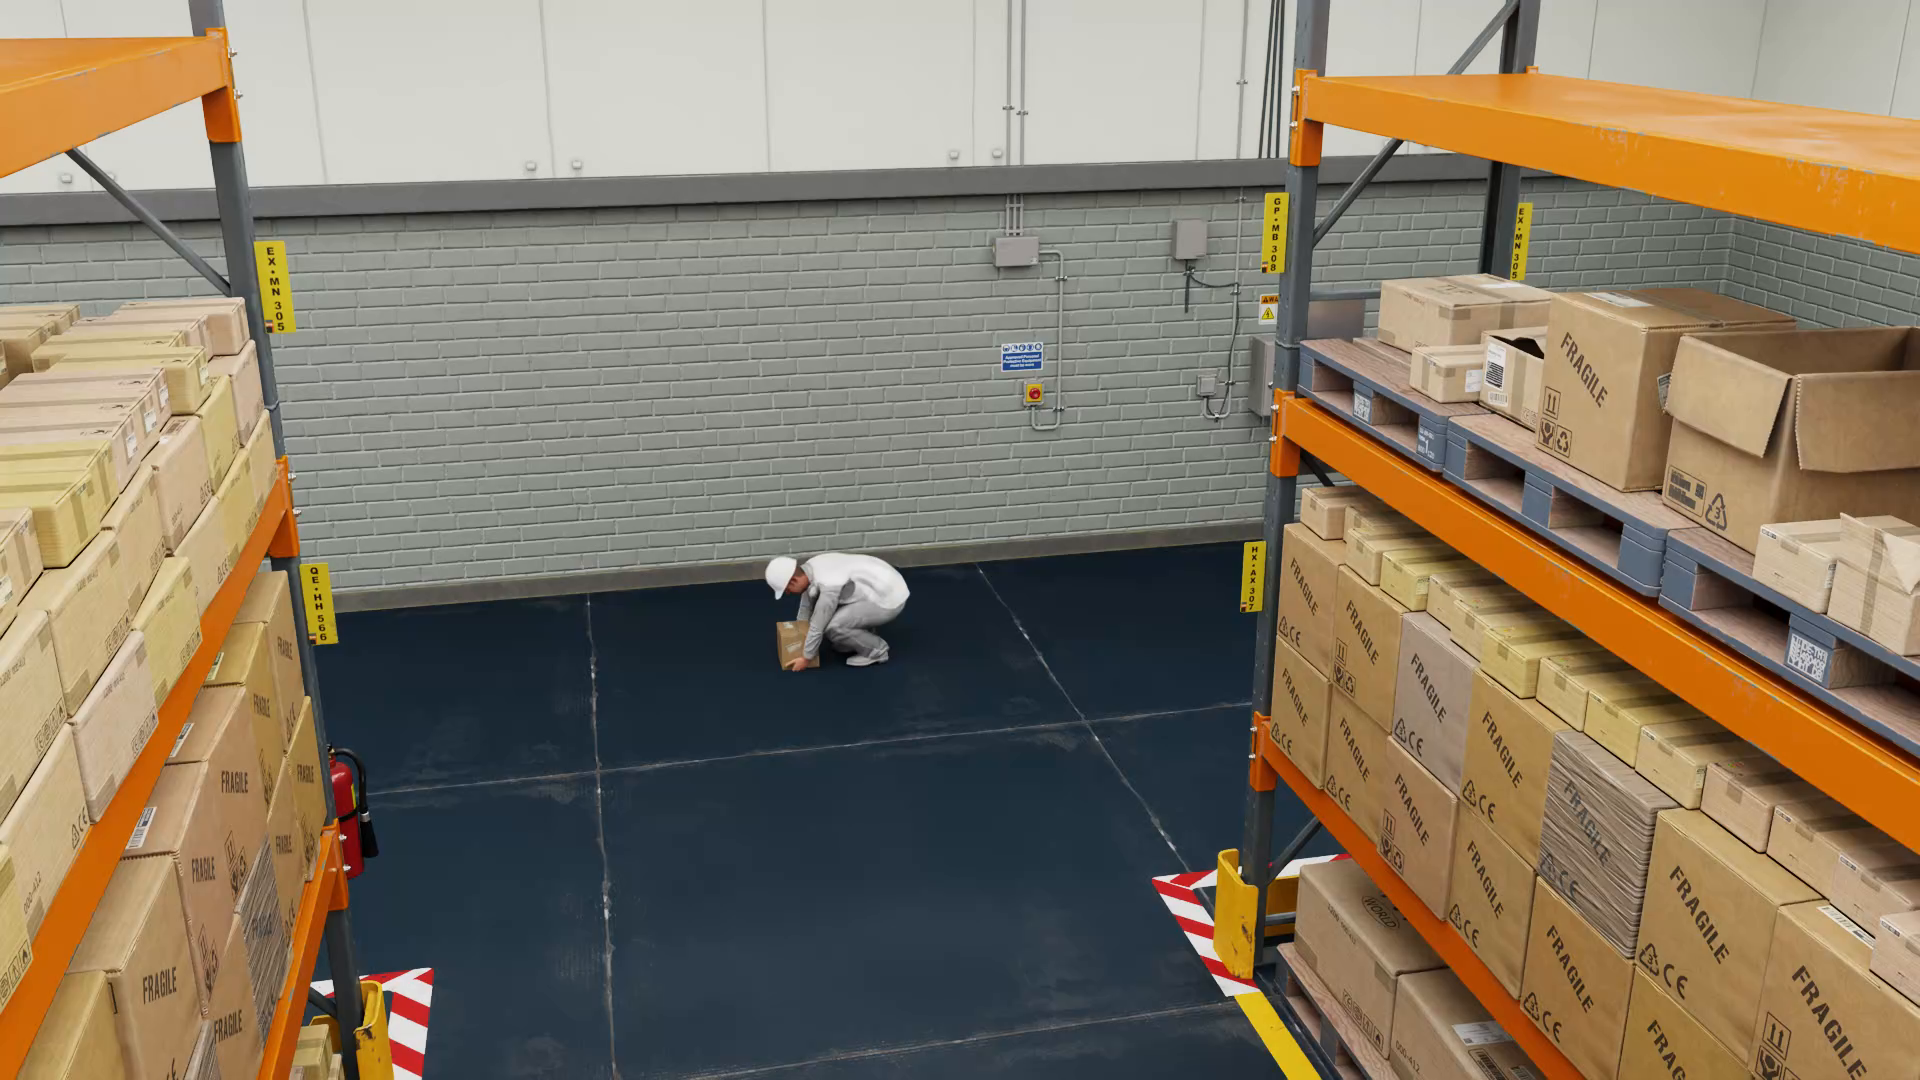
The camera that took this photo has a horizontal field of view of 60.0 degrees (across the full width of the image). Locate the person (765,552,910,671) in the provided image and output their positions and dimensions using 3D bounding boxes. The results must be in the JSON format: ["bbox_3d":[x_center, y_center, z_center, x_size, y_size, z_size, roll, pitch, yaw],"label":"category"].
[{"bbox_3d":[-0.829,0.477,11.275,0.967,0.848,0.511,-5,20,-13],"label":"person"}]
